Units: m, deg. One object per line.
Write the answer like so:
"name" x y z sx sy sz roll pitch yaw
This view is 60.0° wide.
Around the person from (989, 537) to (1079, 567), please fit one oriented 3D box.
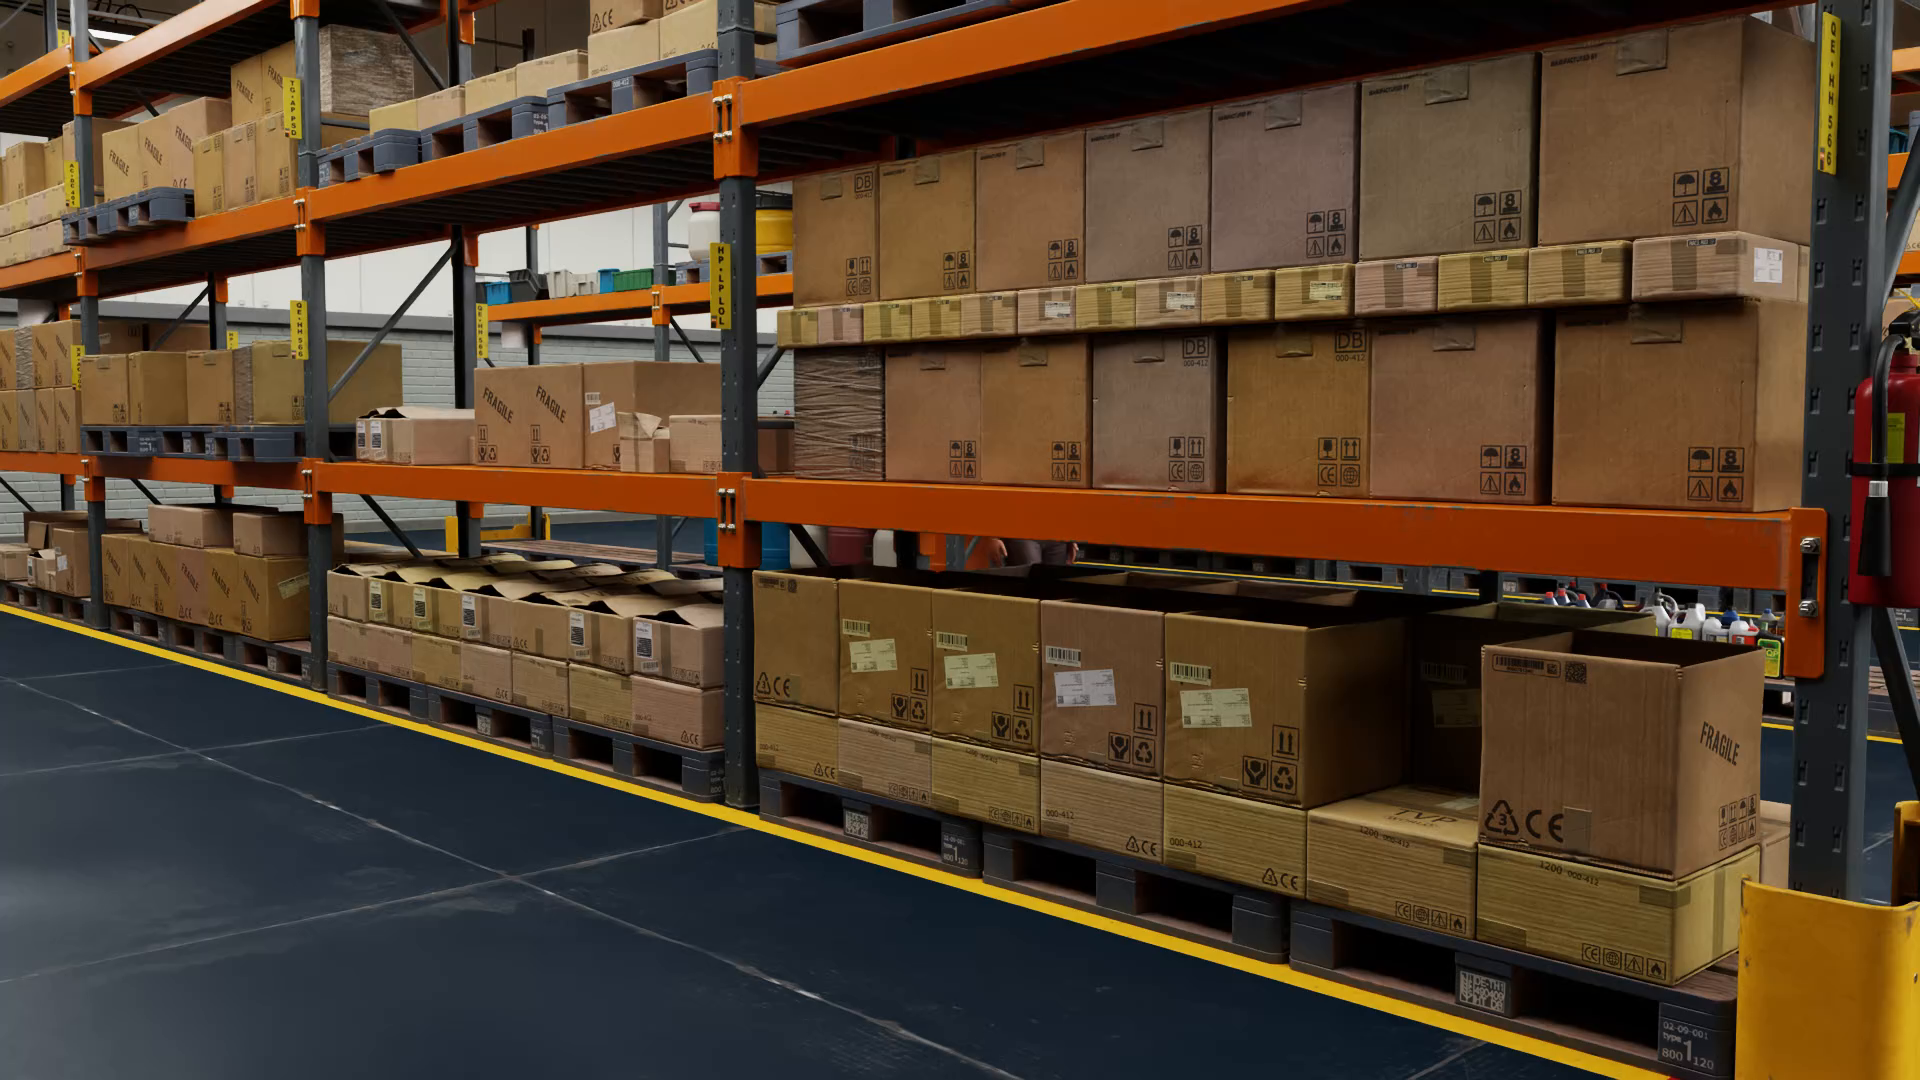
"person" 0.461 0.008 9.328 0.559 1.715 0.714 -3 5 -35
